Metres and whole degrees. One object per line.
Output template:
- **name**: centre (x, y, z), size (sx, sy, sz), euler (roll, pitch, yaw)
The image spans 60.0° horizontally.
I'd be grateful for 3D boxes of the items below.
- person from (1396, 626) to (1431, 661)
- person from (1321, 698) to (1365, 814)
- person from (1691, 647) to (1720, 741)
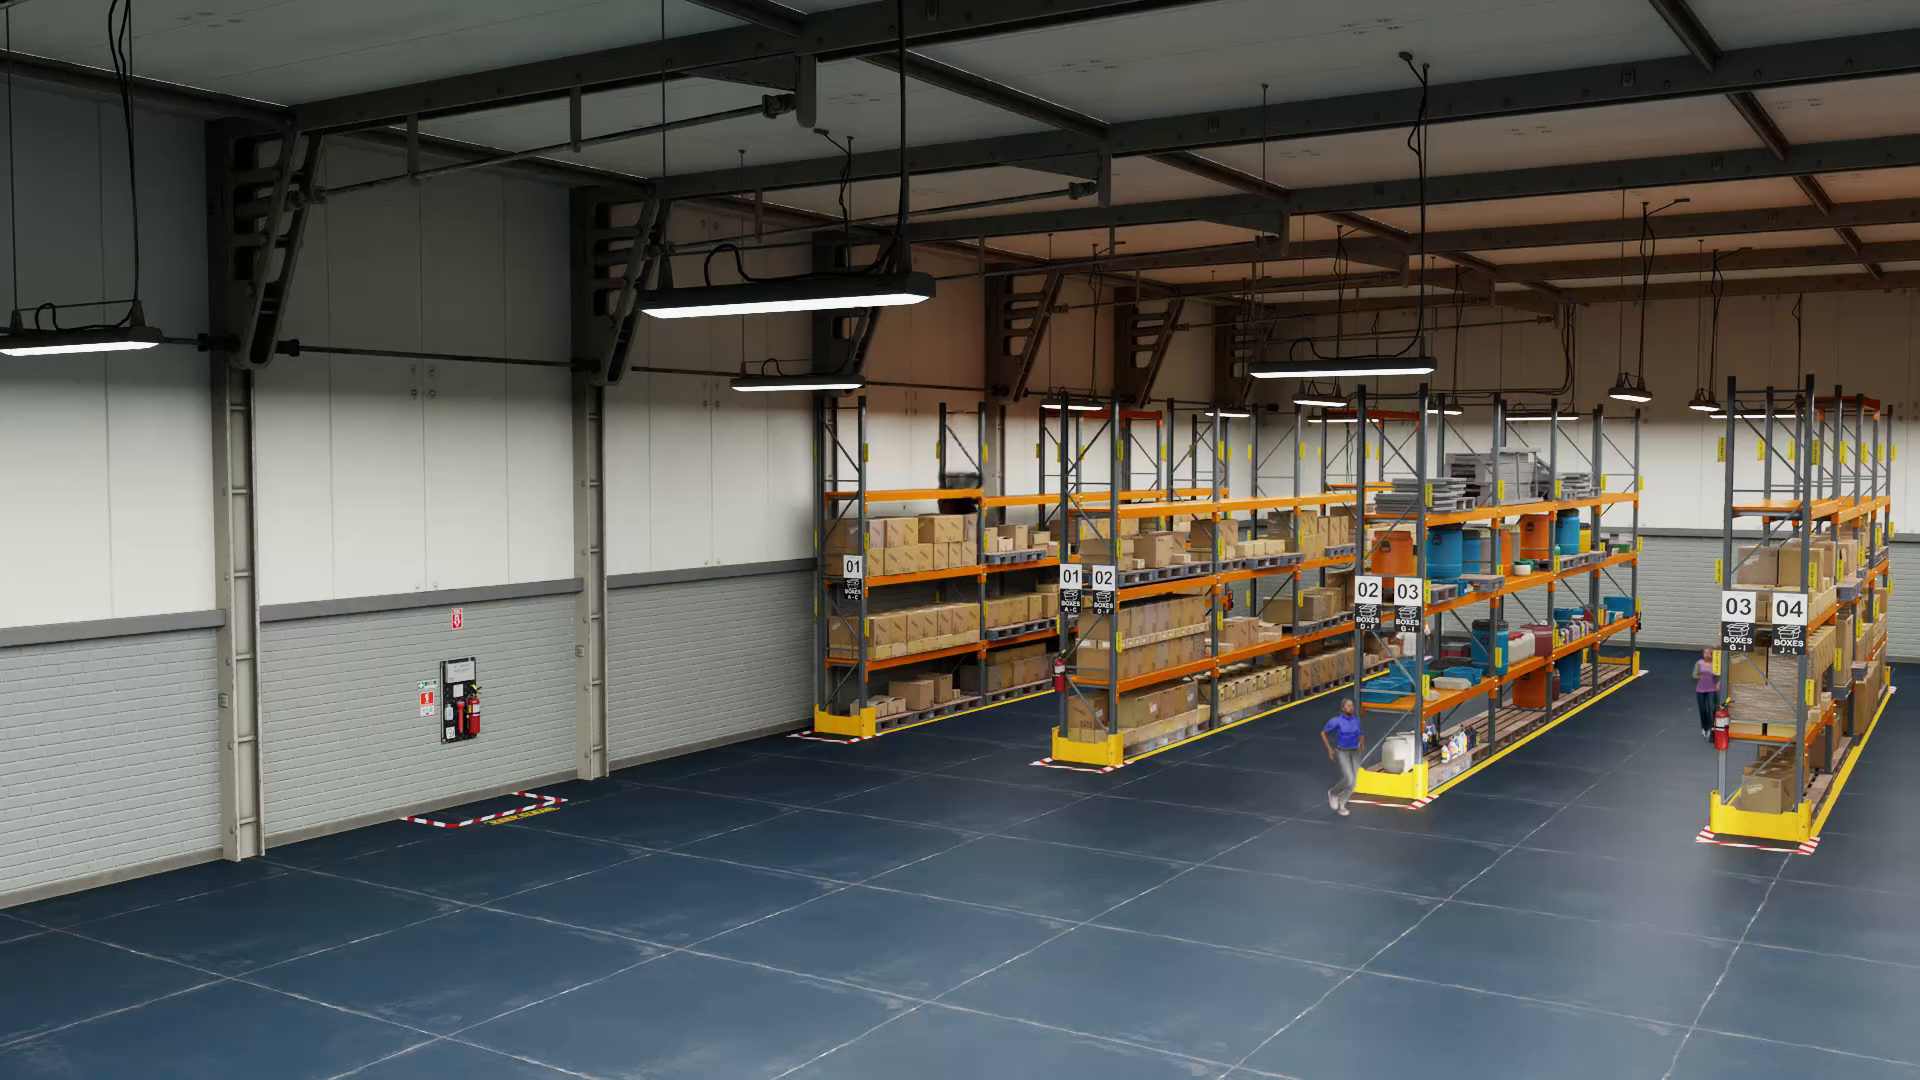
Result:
- **person**: centre (9.202, 2.335, 33.813), size (0.640, 1.796, 0.890), euler (2, 3, 29)
- **person**: centre (5.351, 2.990, 22.897), size (0.567, 1.615, 0.559), euler (-1, 3, -24)
- **person**: centre (13.043, 2.681, 29.025), size (0.514, 1.631, 0.653), euler (2, 3, 29)
